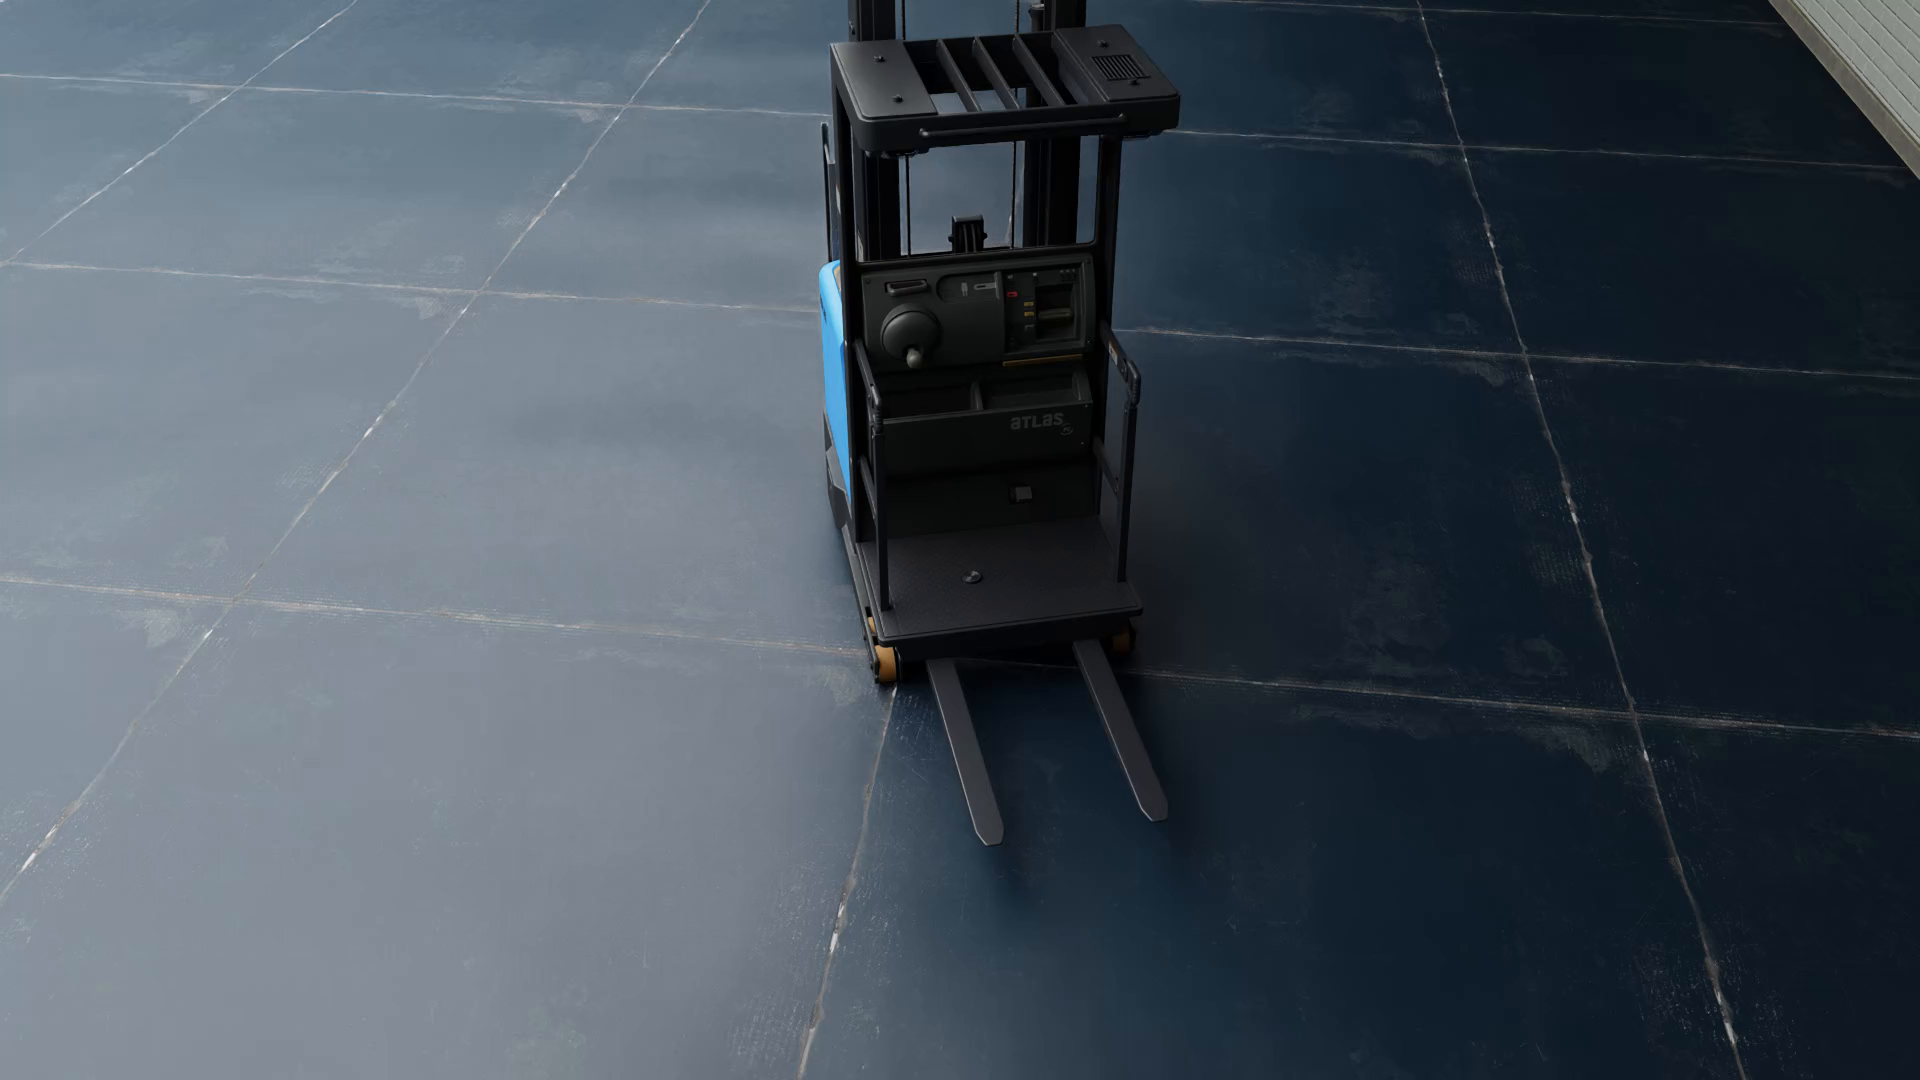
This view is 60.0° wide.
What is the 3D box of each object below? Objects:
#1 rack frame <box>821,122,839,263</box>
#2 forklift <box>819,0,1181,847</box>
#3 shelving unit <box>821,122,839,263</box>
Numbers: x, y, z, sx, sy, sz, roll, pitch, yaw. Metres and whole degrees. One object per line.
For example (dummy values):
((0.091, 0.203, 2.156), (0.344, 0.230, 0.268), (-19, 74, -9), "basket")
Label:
((-0.618, -1.247, 8.206), (0.032, 1.500, 0.500), (-4, 36, -6), "rack frame")
((0.123, -0.834, 6.395), (1.130, 2.935, 3.031), (-7, 36, -9), "forklift")
((-0.123, -1.285, 8.260), (1.083, 1.500, 0.587), (-4, 36, -6), "shelving unit")
